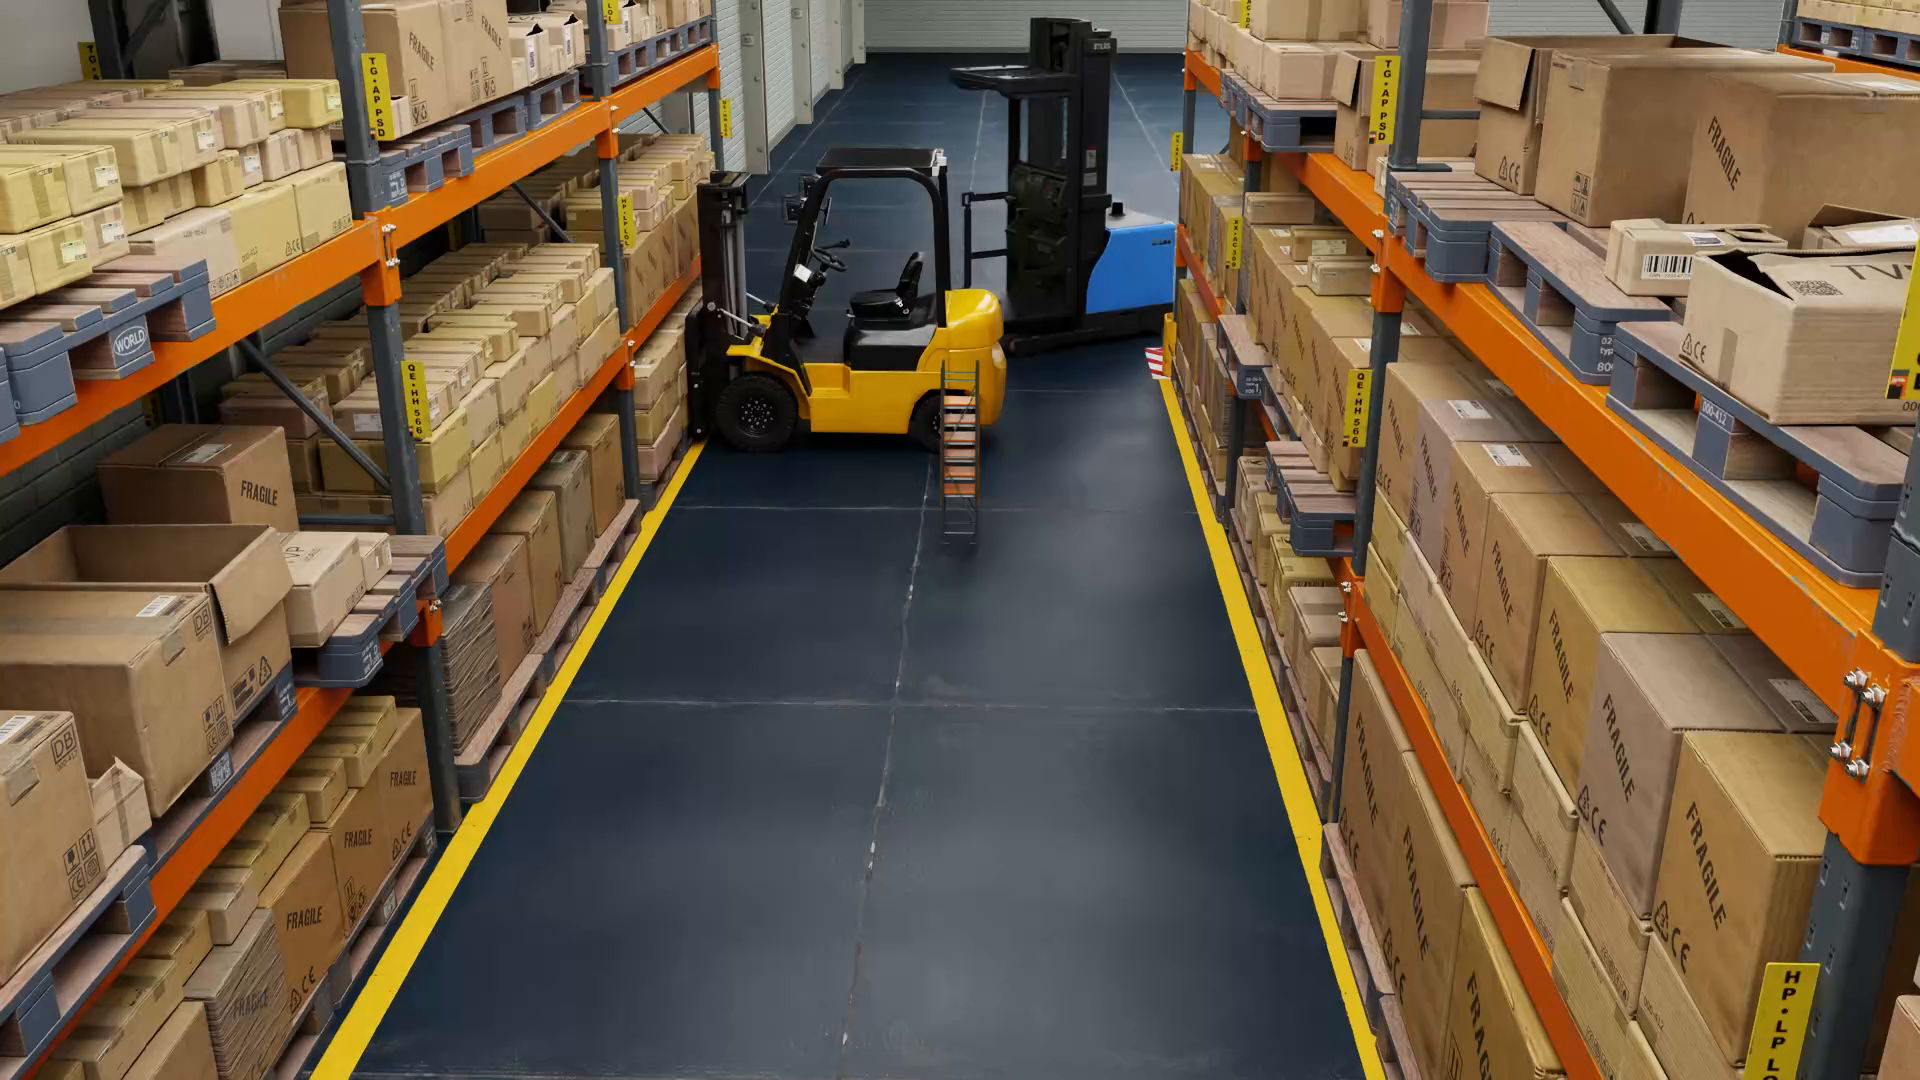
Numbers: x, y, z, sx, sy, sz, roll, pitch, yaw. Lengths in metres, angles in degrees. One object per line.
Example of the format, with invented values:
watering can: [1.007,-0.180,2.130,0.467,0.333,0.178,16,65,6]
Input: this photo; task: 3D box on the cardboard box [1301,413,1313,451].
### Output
cardboard box: [1.852,-0.509,7.961,0.380,0.149,0.250,0,21,-1]

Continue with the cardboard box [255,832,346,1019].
cardboard box: [-2.636,1.413,6.116,0.500,0.500,0.500,2,21,4]

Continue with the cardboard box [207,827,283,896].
cardboard box: [-2.650,1.145,5.909,0.380,0.149,0.250,0,21,1]

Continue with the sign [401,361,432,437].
sign: [-2.256,-0.583,6.892,0.100,0.325,0.005,1,21,2]

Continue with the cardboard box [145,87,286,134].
cardboard box: [-2.627,-1.514,5.882,0.380,0.149,0.250,0,21,0]

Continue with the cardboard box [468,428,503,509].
cardboard box: [-2.521,-0.352,7.996,0.500,0.250,0.500,0,21,0]

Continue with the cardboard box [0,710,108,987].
cardboard box: [-2.666,0.762,4.200,0.700,0.500,0.500,1,21,2]

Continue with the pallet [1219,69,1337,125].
pallet: [2.159,-2.564,9.603,1.213,0.211,1.003,1,21,2]

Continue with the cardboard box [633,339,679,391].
cardboard box: [-2.323,-1.265,11.980,0.500,0.250,0.500,1,21,2]

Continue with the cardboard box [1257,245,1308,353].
cardboard box: [1.940,-1.330,9.181,0.500,0.500,0.500,1,21,1]

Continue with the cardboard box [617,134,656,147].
cardboard box: [-2.779,-3.343,14.053,0.380,0.149,0.250,0,21,1]

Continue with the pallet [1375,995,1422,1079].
pallet: [2.024,1.995,5.595,1.003,0.211,1.213,1,21,2]

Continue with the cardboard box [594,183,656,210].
cardboard box: [-2.344,-2.408,11.642,0.380,0.149,0.250,1,21,3]

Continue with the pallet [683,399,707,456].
pallet: [-2.577,-0.958,13.206,1.003,0.211,1.213,1,21,2]

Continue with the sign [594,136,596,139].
sign: [-3.110,-3.424,14.399,0.100,0.325,0.005,1,21,2]

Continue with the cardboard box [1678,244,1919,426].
cardboard box: [1.858,-0.456,3.454,0.500,0.311,0.500,1,21,2]

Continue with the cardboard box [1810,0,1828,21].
cardboard box: [7.019,-4.215,13.226,0.380,0.149,0.250,1,21,2]

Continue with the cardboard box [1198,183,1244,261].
cardboard box: [2.080,-2.383,12.475,0.500,0.500,0.500,0,21,1]

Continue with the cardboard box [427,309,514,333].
cardboard box: [-2.555,-1.105,8.696,0.380,0.149,0.250,1,21,2]

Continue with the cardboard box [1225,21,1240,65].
cardboard box: [2.043,-3.288,11.005,0.500,0.250,0.500,0,21,1]

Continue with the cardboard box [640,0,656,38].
cardboard box: [-2.328,-3.640,11.584,0.396,0.266,0.258,0,21,0]

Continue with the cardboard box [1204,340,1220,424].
cardboard box: [2.048,-1.140,12.003,0.500,0.500,0.500,1,21,3]

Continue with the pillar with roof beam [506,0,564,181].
pillar with roof beam: [0.826,-5.482,12.718,9.100,9.000,0.400,1,21,2]

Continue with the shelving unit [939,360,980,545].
shelving unit: [0.000,-0.565,10.825,0.258,1.200,0.189,1,21,2]

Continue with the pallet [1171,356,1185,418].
pallet: [2.344,-1.301,14.089,1.003,0.211,1.213,1,21,2]

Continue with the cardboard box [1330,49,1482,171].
cardboard box: [2.181,-2.027,7.818,0.797,0.503,0.637,1,21,2]

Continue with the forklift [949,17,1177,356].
forklift: [0.546,-3.286,15.447,3.031,2.935,1.130,-11,24,-27]

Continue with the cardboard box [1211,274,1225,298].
cardboard box: [2.017,-1.845,11.985,0.380,0.149,0.250,0,21,1]

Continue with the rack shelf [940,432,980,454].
rack shelf: [0.000,-0.635,10.798,0.258,0.103,0.180,1,21,2]

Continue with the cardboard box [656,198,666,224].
cardboard box: [-2.327,-2.361,11.933,0.380,0.149,0.250,0,21,1]

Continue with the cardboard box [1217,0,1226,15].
cardboard box: [2.028,-3.807,11.792,0.380,0.149,0.250,1,21,2]

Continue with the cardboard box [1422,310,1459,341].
cardboard box: [2.417,-0.759,7.708,0.500,0.500,0.500,2,21,4]

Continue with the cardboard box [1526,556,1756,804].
cardboard box: [1.847,0.370,4.408,0.500,0.500,0.500,1,21,3]

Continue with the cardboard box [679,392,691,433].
cardboard box: [-2.331,-0.983,12.637,0.500,0.250,0.500,1,21,3]

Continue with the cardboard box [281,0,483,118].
cardboard box: [-2.618,-2.212,7.581,0.700,0.500,0.500,0,21,1]

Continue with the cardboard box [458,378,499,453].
cardboard box: [-2.525,-0.584,7.904,0.500,0.250,0.500,1,21,3]

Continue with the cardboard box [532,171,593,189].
cardboard box: [-2.898,-2.598,12.131,0.380,0.149,0.250,0,21,1]

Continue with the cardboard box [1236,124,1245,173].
cardboard box: [2.586,-3.203,13.205,0.700,0.500,0.500,1,21,2]

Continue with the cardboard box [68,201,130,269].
cardboard box: [-2.493,-0.819,4.476,0.380,0.149,0.250,1,21,3]

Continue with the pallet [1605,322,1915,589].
pallet: [2.020,-0.224,3.577,0.805,0.209,1.217,0,21,-1]

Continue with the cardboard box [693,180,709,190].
cardboard box: [-2.333,-2.653,13.582,0.500,0.500,0.500,1,21,3]

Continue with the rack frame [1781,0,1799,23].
rack frame: [7.357,-5.700,13.280,1.000,3.000,0.127,1,21,2]

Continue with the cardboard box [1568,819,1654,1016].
cardboard box: [1.819,0.911,4.050,0.500,0.250,0.500,1,21,3]

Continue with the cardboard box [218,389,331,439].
cardboard box: [-2.991,-0.551,7.268,0.380,0.149,0.250,1,21,3]

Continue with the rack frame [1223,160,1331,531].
rack frame: [2.284,-1.475,10.684,1.000,3.000,0.127,1,21,2]

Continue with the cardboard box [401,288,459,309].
cardboard box: [-2.994,-1.292,9.178,0.380,0.149,0.250,0,21,1]

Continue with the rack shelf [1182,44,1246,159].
rack shelf: [2.345,-3.261,12.136,1.077,0.370,4.000,1,21,2]

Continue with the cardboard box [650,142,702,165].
cardboard box: [-2.313,-3.146,13.545,0.380,0.149,0.250,1,21,3]

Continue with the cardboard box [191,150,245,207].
cardboard box: [-2.594,-1.187,5.451,0.380,0.149,0.250,1,21,2]

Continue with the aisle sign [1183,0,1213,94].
aisle sign: [2.098,-4.159,14.008,0.394,0.787,0.004,1,21,2]

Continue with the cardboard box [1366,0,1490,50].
cardboard box: [2.385,-2.652,8.507,0.500,0.250,0.500,1,21,3]

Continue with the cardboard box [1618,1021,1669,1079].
cardboard box: [1.803,1.322,3.682,0.500,0.250,0.500,0,21,0]

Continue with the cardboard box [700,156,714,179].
cardboard box: [-2.264,-3.103,13.844,0.380,0.149,0.250,1,21,2]

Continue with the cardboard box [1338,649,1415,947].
cardboard box: [2.059,1.015,6.624,0.875,0.875,0.875,0,21,1]
